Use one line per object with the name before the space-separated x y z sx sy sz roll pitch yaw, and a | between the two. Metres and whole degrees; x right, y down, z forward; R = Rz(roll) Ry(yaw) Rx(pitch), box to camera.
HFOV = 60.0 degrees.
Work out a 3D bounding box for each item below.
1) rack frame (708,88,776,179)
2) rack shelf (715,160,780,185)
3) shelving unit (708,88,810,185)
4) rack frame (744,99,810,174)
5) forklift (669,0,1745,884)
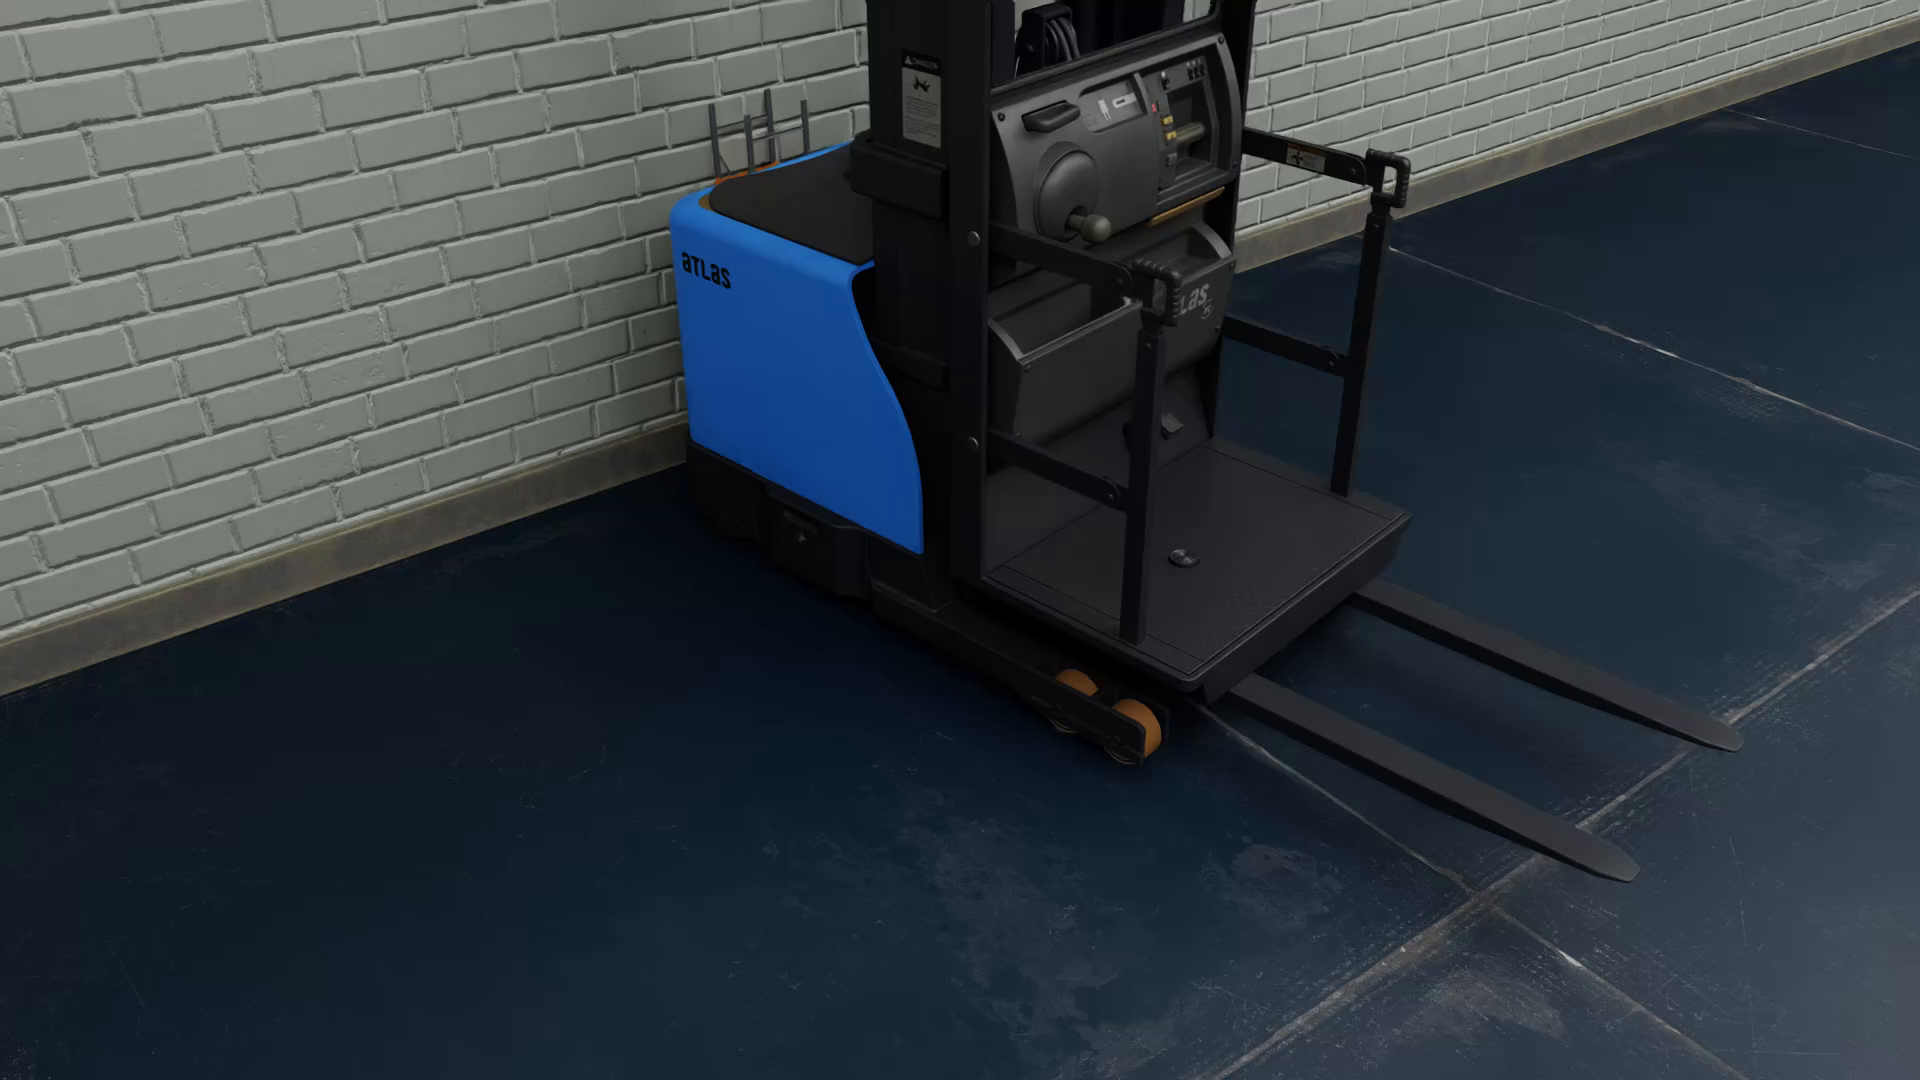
rack frame | -0.678 -0.876 5.523 0.240 1.200 0.006 -27 39 -36
rack shelf | -0.622 -1.115 5.305 0.258 0.103 0.180 -27 39 -36
shelving unit | -0.615 -0.843 5.465 0.258 1.200 0.189 -27 39 -36
rack frame | -0.552 -0.811 5.407 0.240 1.200 0.006 -27 39 -36
forklift | 0.568 -0.977 4.045 3.031 2.935 1.130 26 40 35
